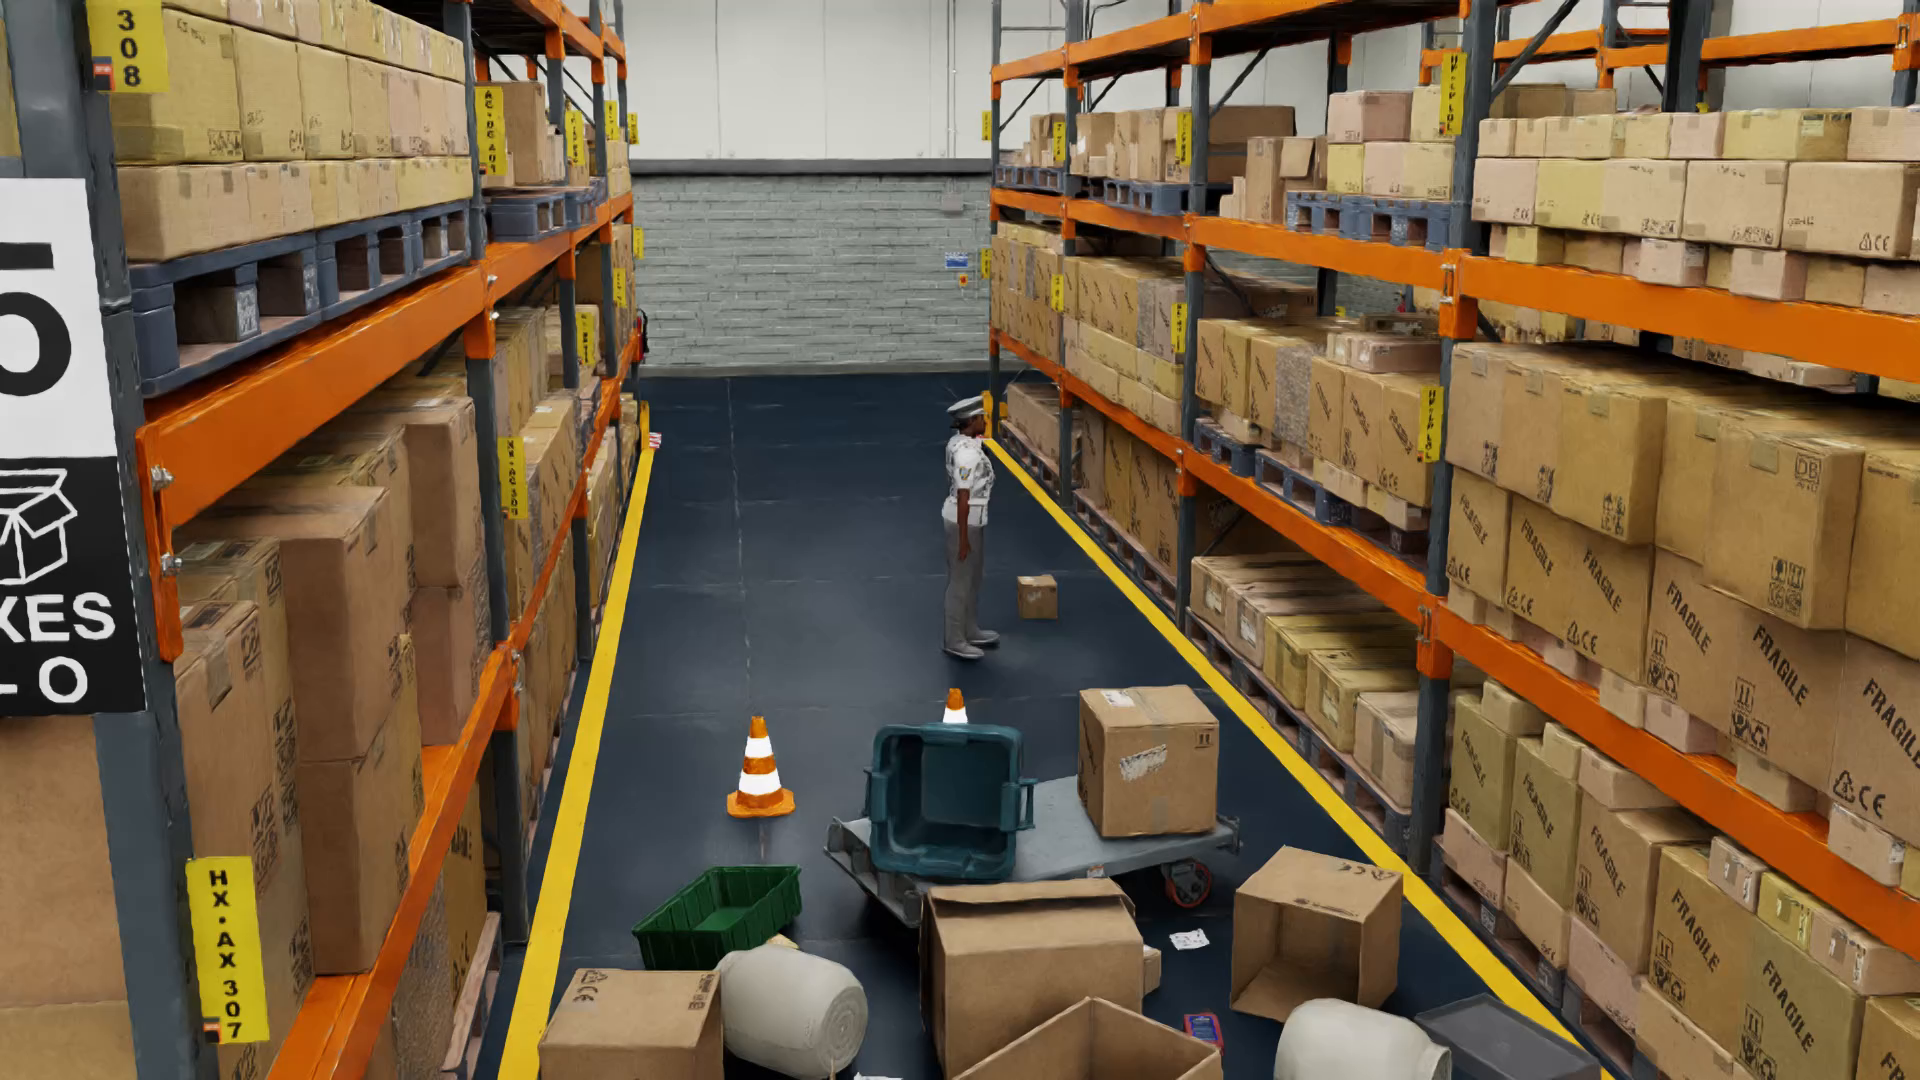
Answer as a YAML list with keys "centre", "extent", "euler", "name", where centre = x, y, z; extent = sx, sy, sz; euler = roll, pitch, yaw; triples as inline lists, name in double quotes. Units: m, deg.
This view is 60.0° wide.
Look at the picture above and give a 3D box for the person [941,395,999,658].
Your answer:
- centre: [0.072, -0.096, 10.767]
  extent: [0.384, 1.685, 0.556]
  euler: [0, 13, -2]
  name: "person"
